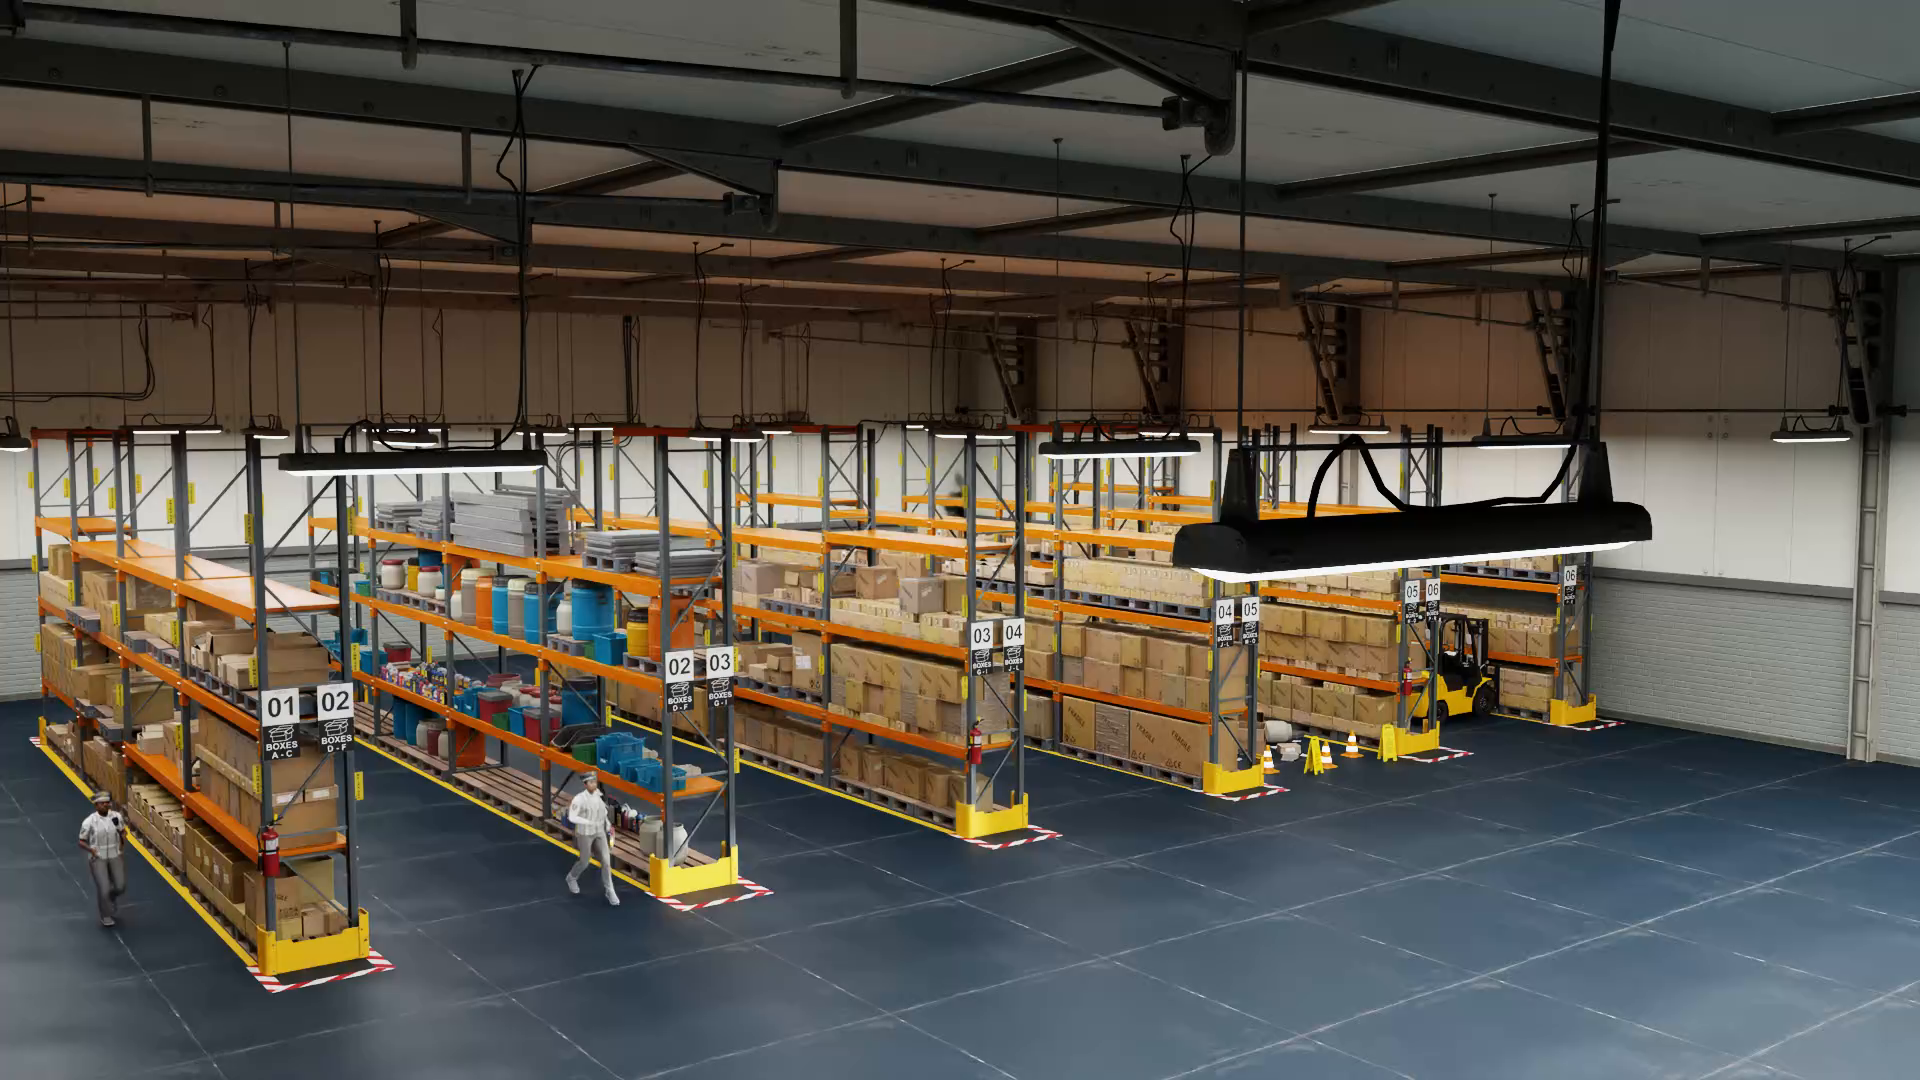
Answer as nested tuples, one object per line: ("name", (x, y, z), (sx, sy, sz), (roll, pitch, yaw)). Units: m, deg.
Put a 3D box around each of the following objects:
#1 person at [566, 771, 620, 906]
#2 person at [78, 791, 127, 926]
("person", (-4.765, 3.802, 21.415), (0.861, 1.727, 0.652), (4, 6, 45))
("person", (-10.505, 3.898, 20.442), (0.572, 1.651, 0.578), (-4, 6, -42))
